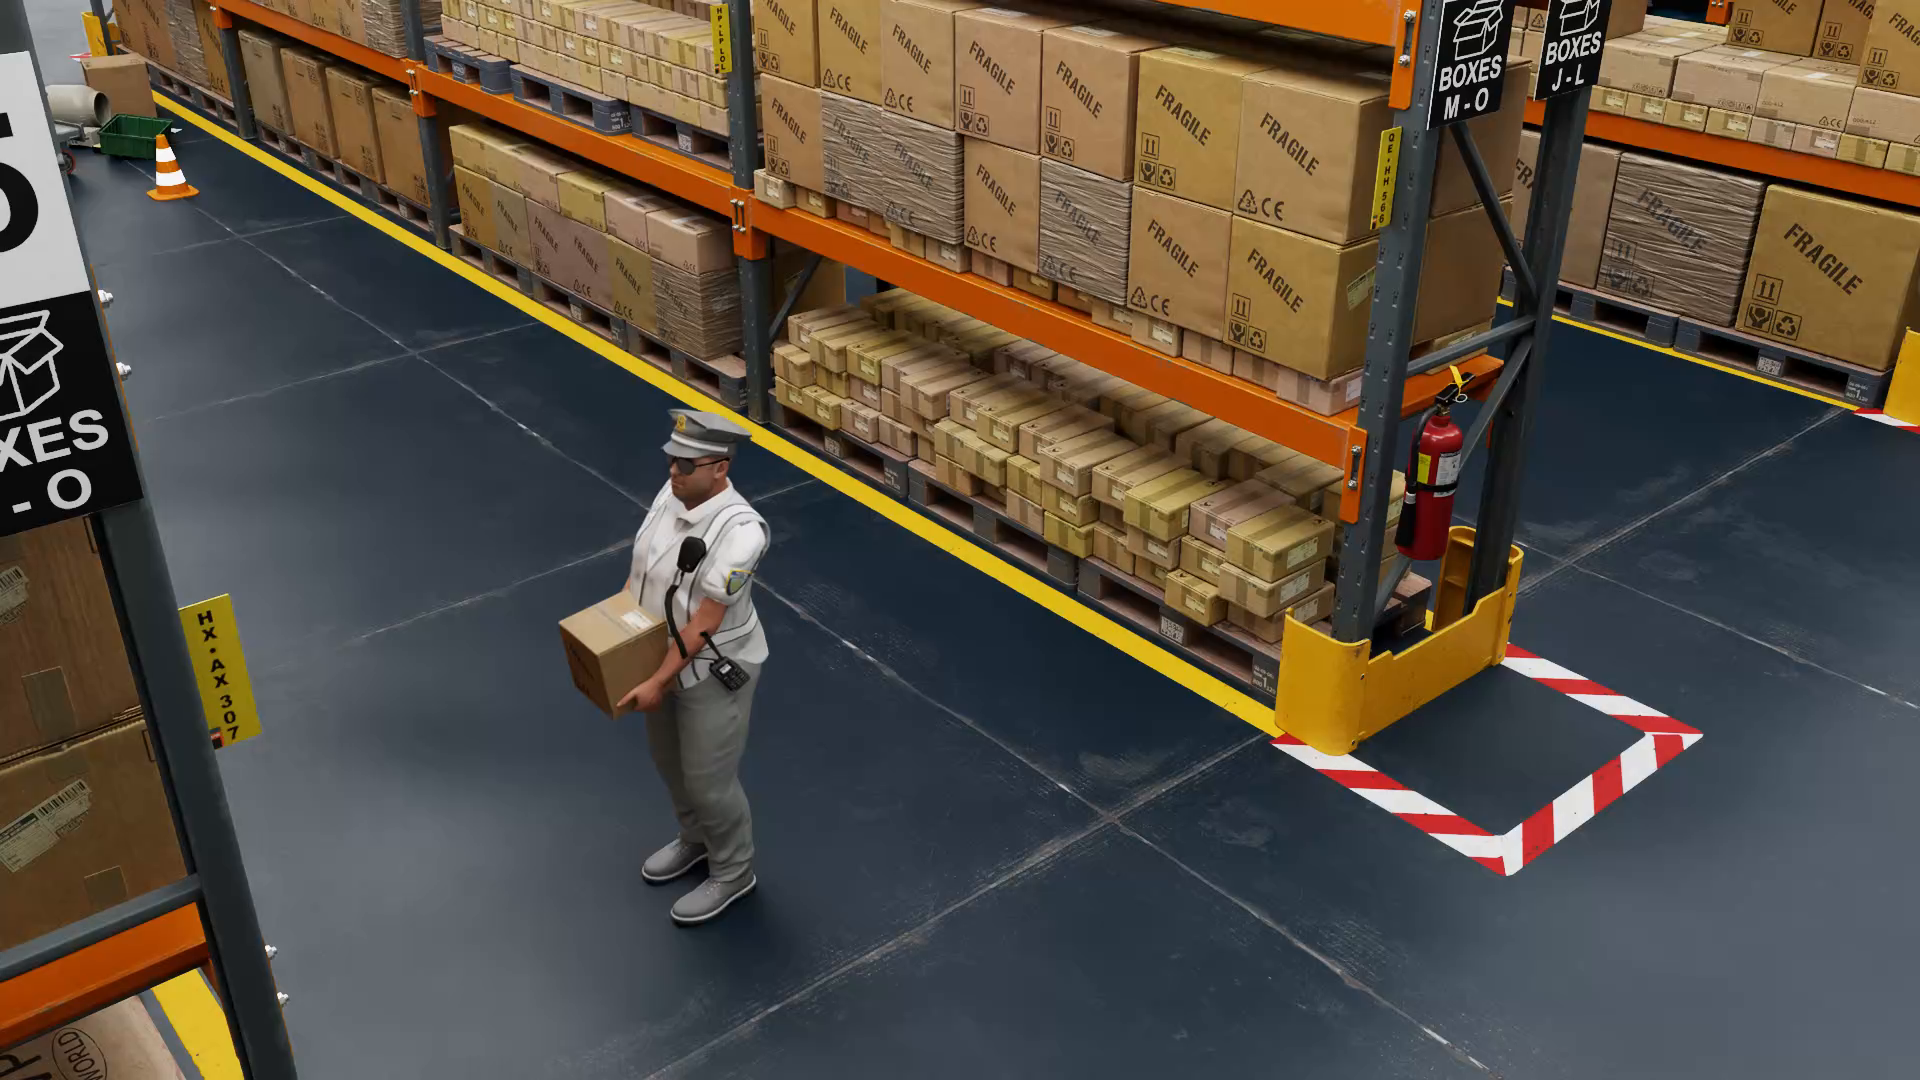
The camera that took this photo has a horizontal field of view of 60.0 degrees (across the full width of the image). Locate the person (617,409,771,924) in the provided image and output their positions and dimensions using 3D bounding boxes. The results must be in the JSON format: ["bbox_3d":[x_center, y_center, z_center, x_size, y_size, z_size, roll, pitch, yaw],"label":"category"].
[{"bbox_3d":[-0.894,0.417,5.312,0.571,1.766,0.494,-21,35,-34],"label":"person"}]
